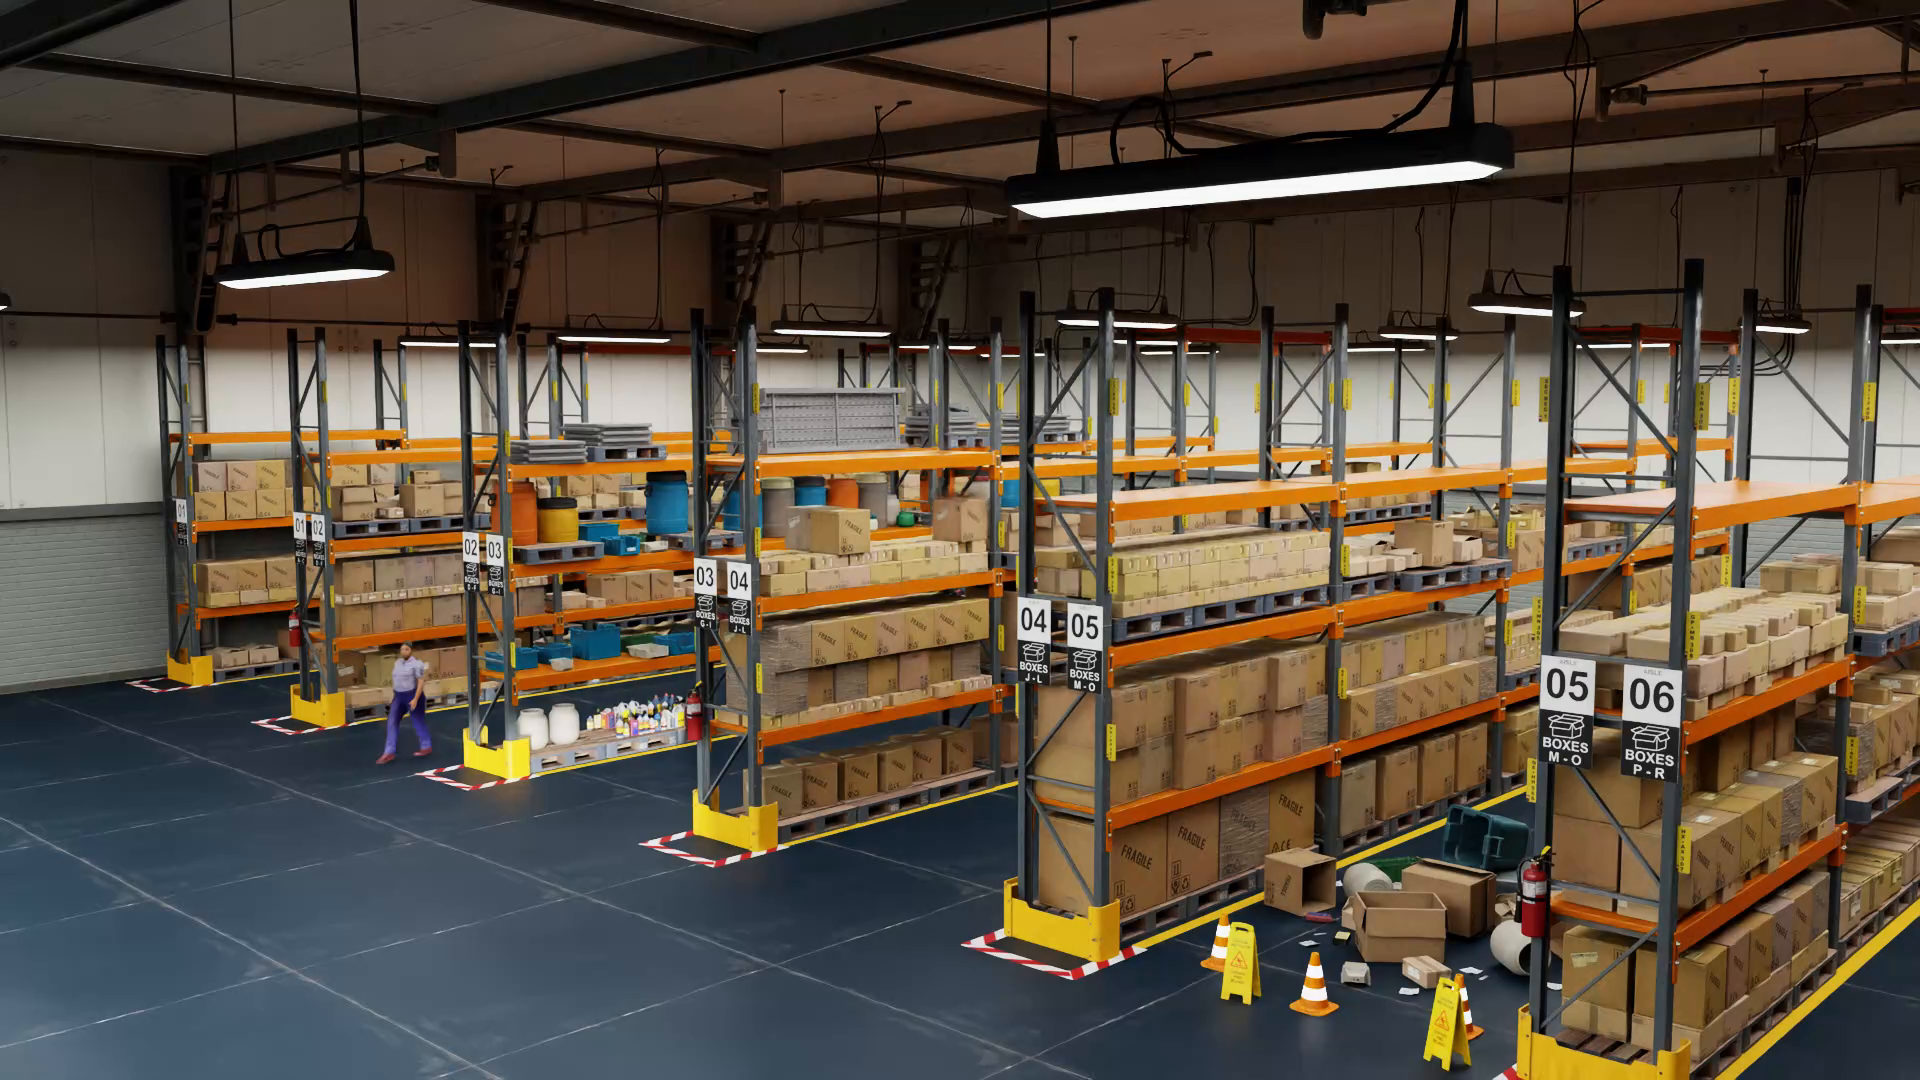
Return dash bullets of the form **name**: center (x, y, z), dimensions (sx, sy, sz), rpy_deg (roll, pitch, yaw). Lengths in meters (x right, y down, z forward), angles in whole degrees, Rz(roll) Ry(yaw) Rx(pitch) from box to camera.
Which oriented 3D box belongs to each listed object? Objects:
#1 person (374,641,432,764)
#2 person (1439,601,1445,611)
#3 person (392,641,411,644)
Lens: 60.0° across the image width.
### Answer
- **person**: center (-7.635, 2.209, 22.846), dimensions (0.534, 1.637, 0.774), rpy_deg (1, 6, 15)
- **person**: center (7.975, 1.762, 27.822), dimensions (0.464, 1.535, 0.963), rpy_deg (5, 7, 40)
- **person**: center (-9.950, 1.514, 29.832), dimensions (0.626, 1.678, 0.993), rpy_deg (2, 6, 20)
